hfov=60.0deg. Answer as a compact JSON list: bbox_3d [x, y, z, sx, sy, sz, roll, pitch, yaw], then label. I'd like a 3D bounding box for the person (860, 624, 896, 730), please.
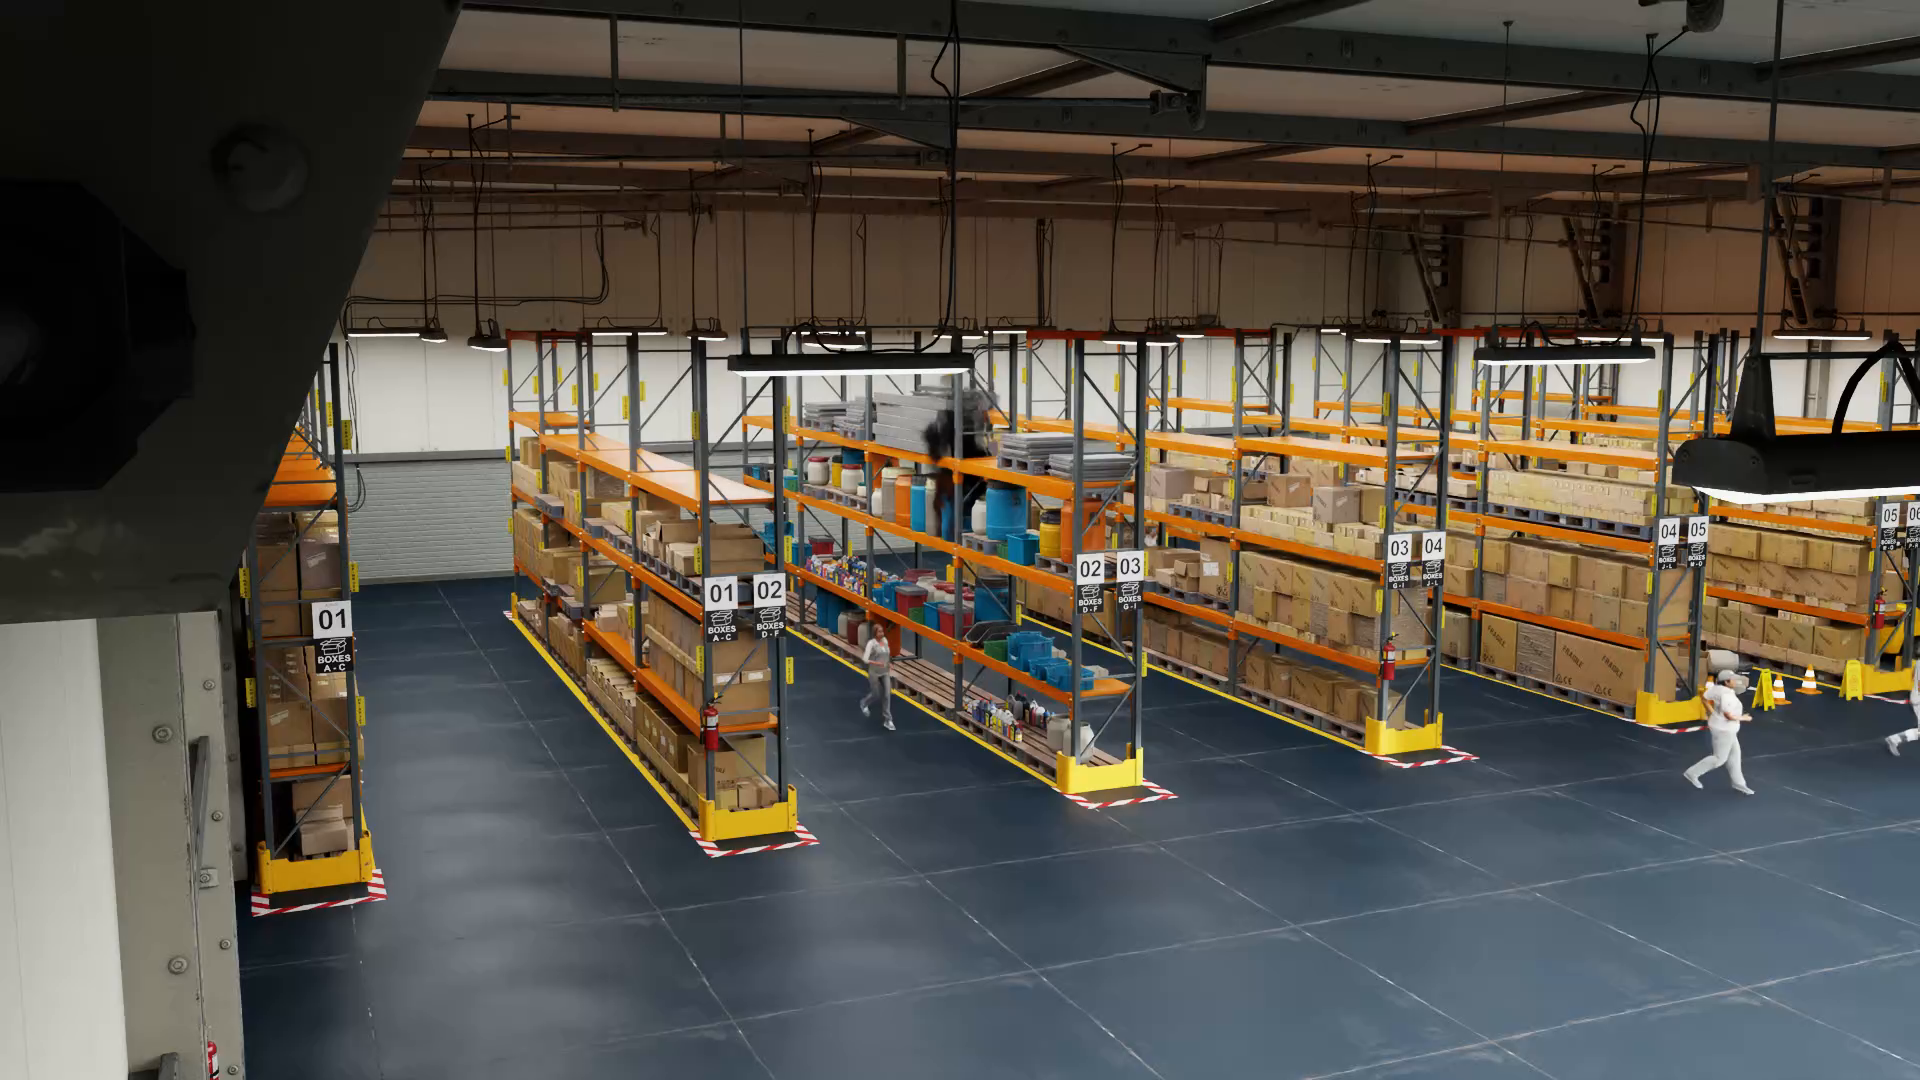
[{"bbox_3d":[-1.257,2.071,25.521,0.540,1.593,0.872,-5,9,-35],"label":"person"}]

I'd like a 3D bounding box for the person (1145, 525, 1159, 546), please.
[{"bbox_3d":[4.196,0.443,37.712,0.629,1.631,0.898,-5,9,-31],"label":"person"}]

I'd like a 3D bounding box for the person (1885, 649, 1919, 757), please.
[{"bbox_3d":[13.484,2.300,23.381,0.791,1.772,0.643,4,9,25],"label":"person"}]

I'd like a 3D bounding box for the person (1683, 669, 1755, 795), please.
[{"bbox_3d":[10.058,2.536,21.949,0.925,1.687,0.616,2,8,13],"label":"person"}]
